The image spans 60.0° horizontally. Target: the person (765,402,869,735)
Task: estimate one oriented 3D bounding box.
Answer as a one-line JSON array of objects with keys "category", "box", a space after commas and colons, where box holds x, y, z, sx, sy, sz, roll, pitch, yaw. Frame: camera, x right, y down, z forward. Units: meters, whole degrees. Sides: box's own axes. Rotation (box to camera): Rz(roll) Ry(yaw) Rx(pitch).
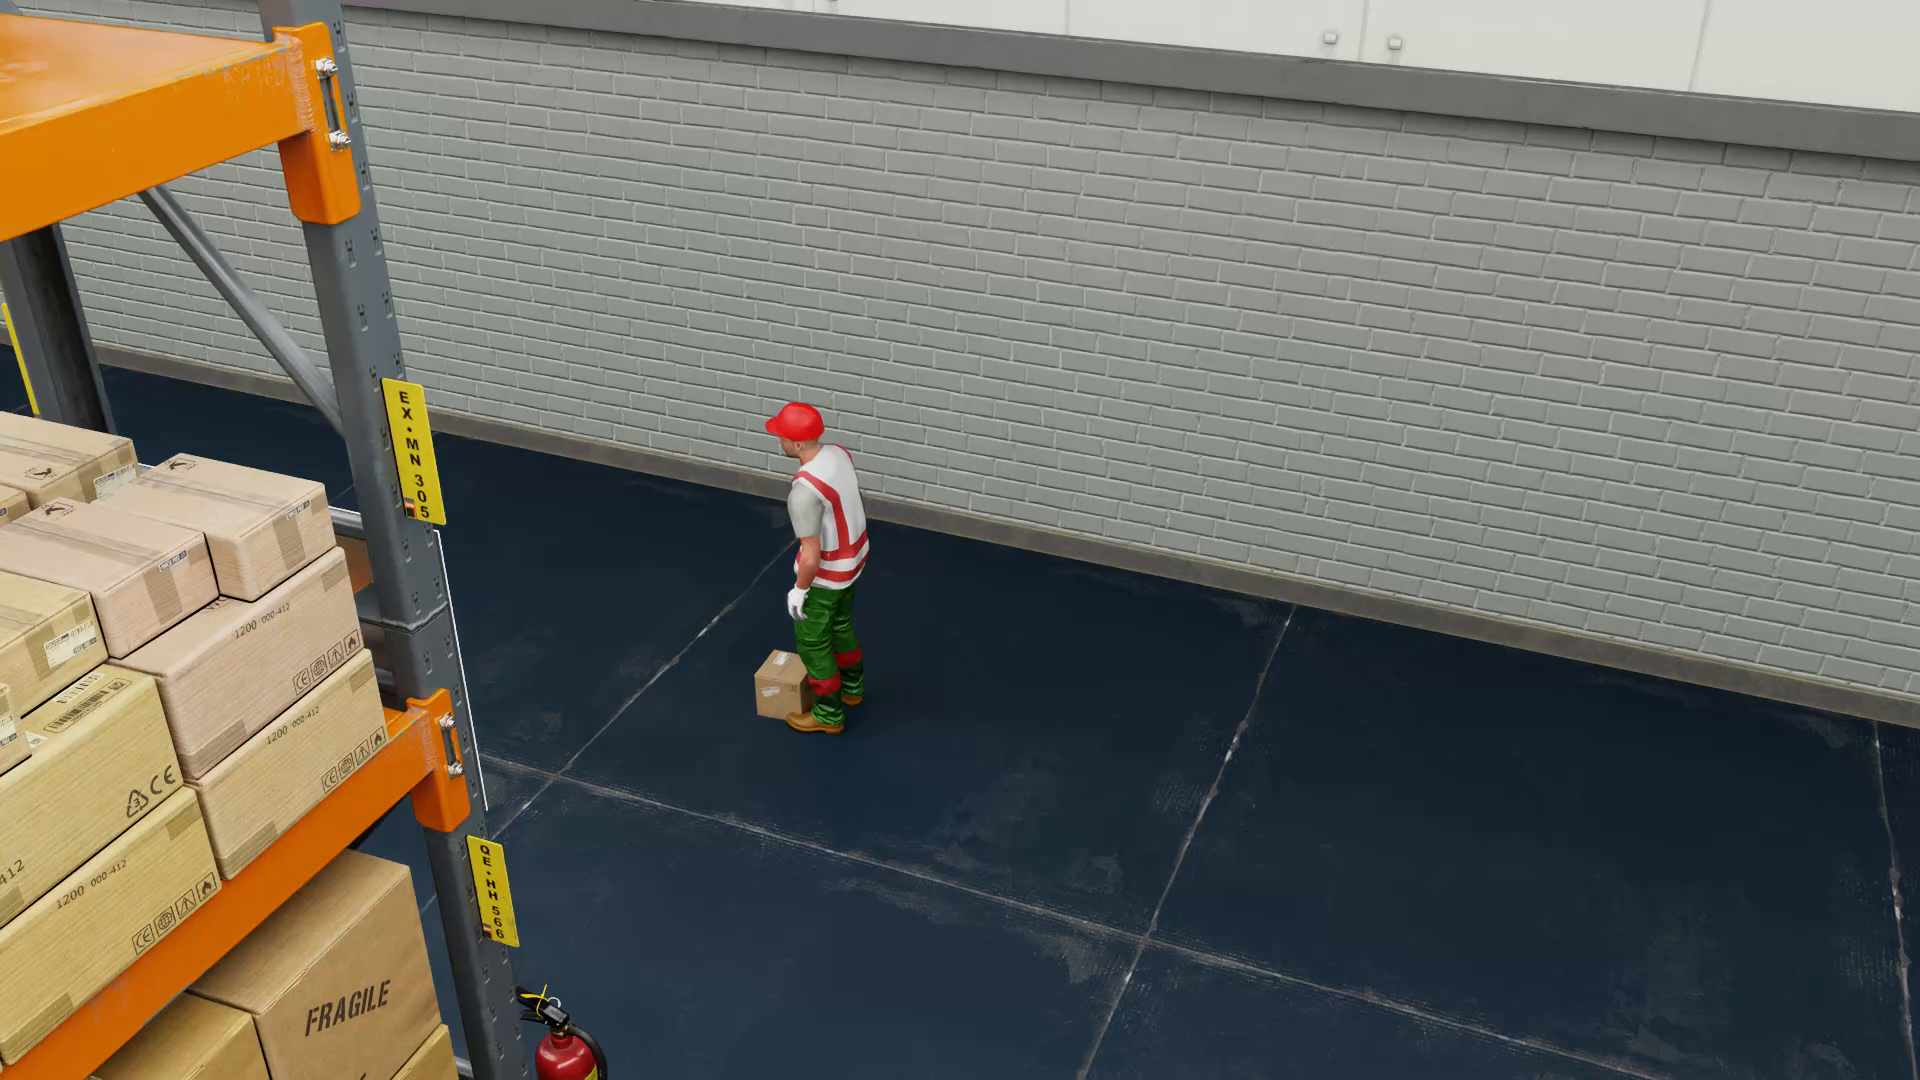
[{"category": "person", "box": [-0.683, 0.139, 8.141, 0.452, 1.778, 0.613, 9, 31, 16]}]
